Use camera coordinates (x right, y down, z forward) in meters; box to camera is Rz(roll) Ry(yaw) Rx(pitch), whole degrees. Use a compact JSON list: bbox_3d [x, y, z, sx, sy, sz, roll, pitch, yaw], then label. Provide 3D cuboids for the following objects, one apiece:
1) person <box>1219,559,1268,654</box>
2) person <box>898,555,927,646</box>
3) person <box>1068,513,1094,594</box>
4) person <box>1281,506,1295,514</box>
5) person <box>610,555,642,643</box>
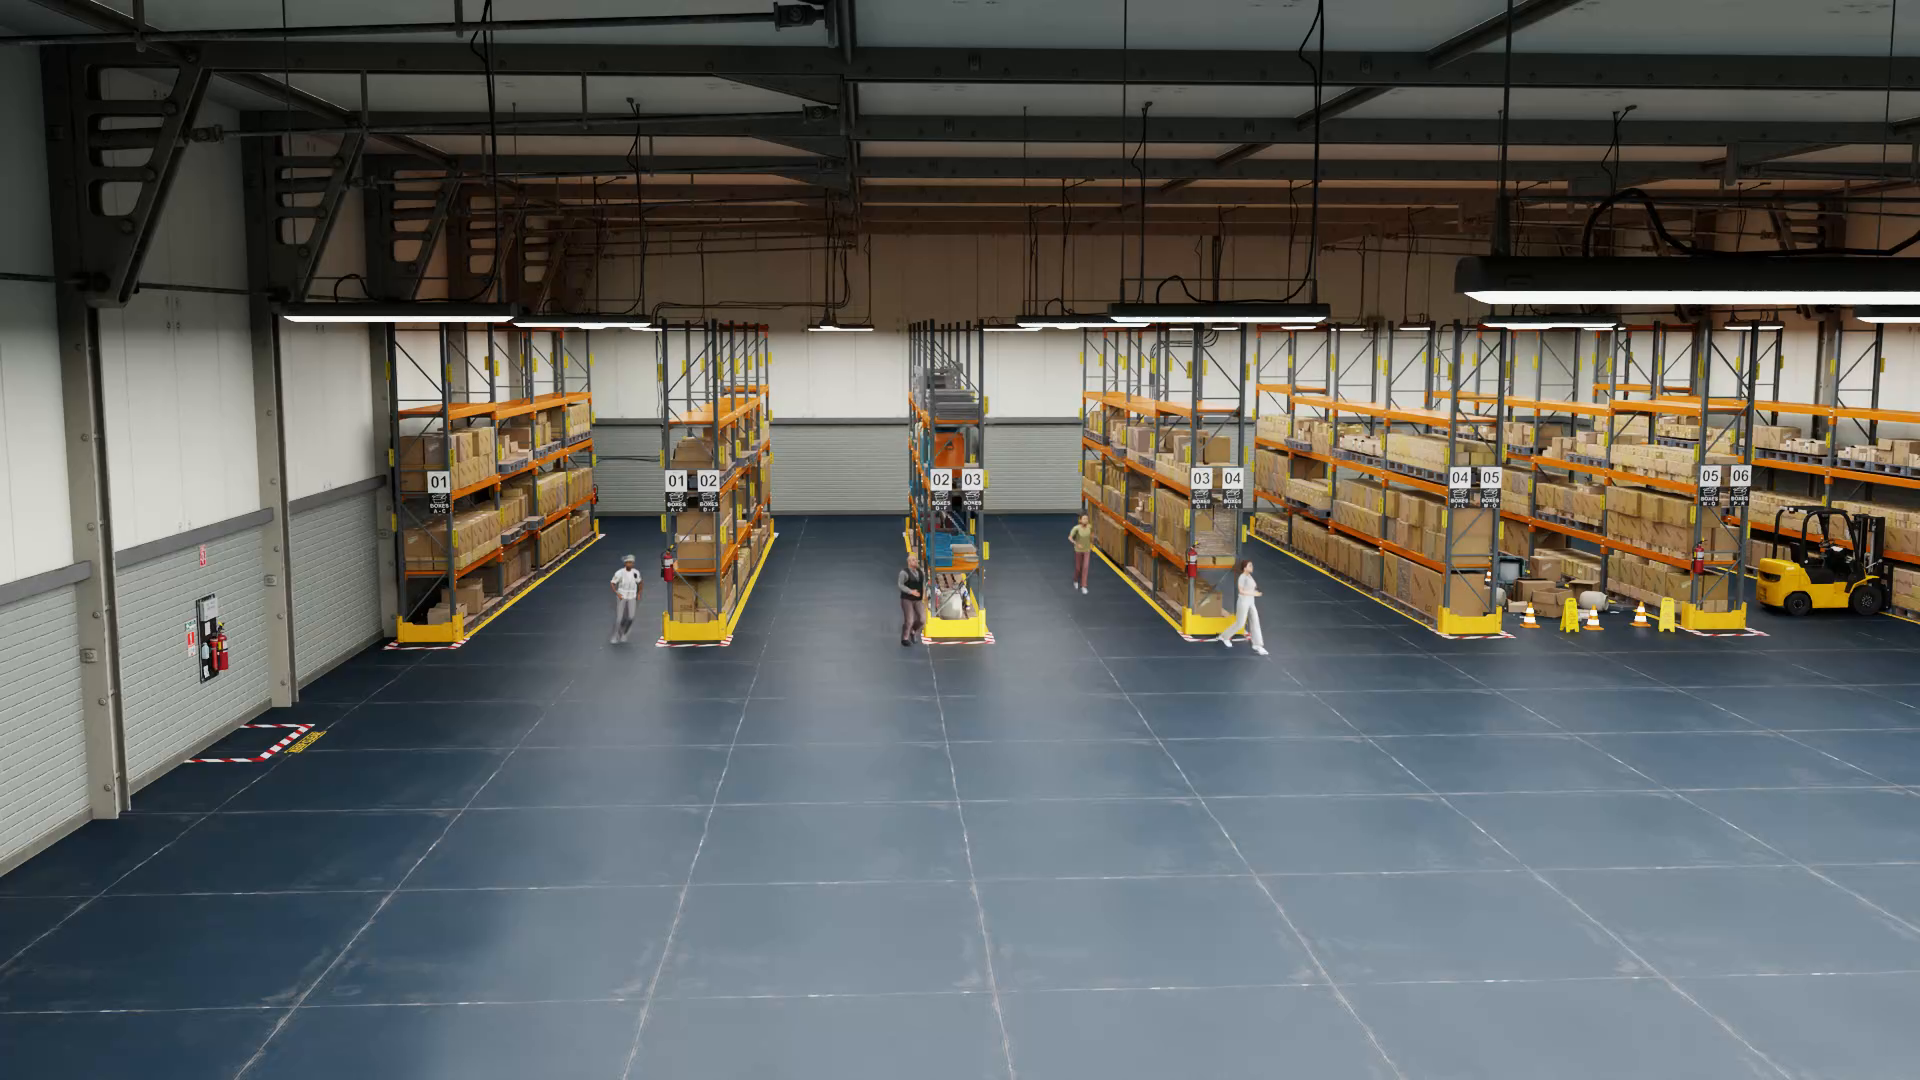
[{"bbox_3d":[5.129,1.188,30.011,0.930,1.699,0.584,5,8,33],"label":"person"},{"bbox_3d":[-0.832,1.115,30.582,0.687,1.690,0.611,-5,9,-35],"label":"person"},{"bbox_3d":[2.597,0.257,35.286,0.601,1.671,0.871,-2,7,-15],"label":"person"},{"bbox_3d":[9.639,-1.171,48.785,0.919,1.784,0.714,5,8,34],"label":"person"},{"bbox_3d":[-6.182,1.093,30.926,0.637,1.647,0.600,-3,8,-23],"label":"person"}]
